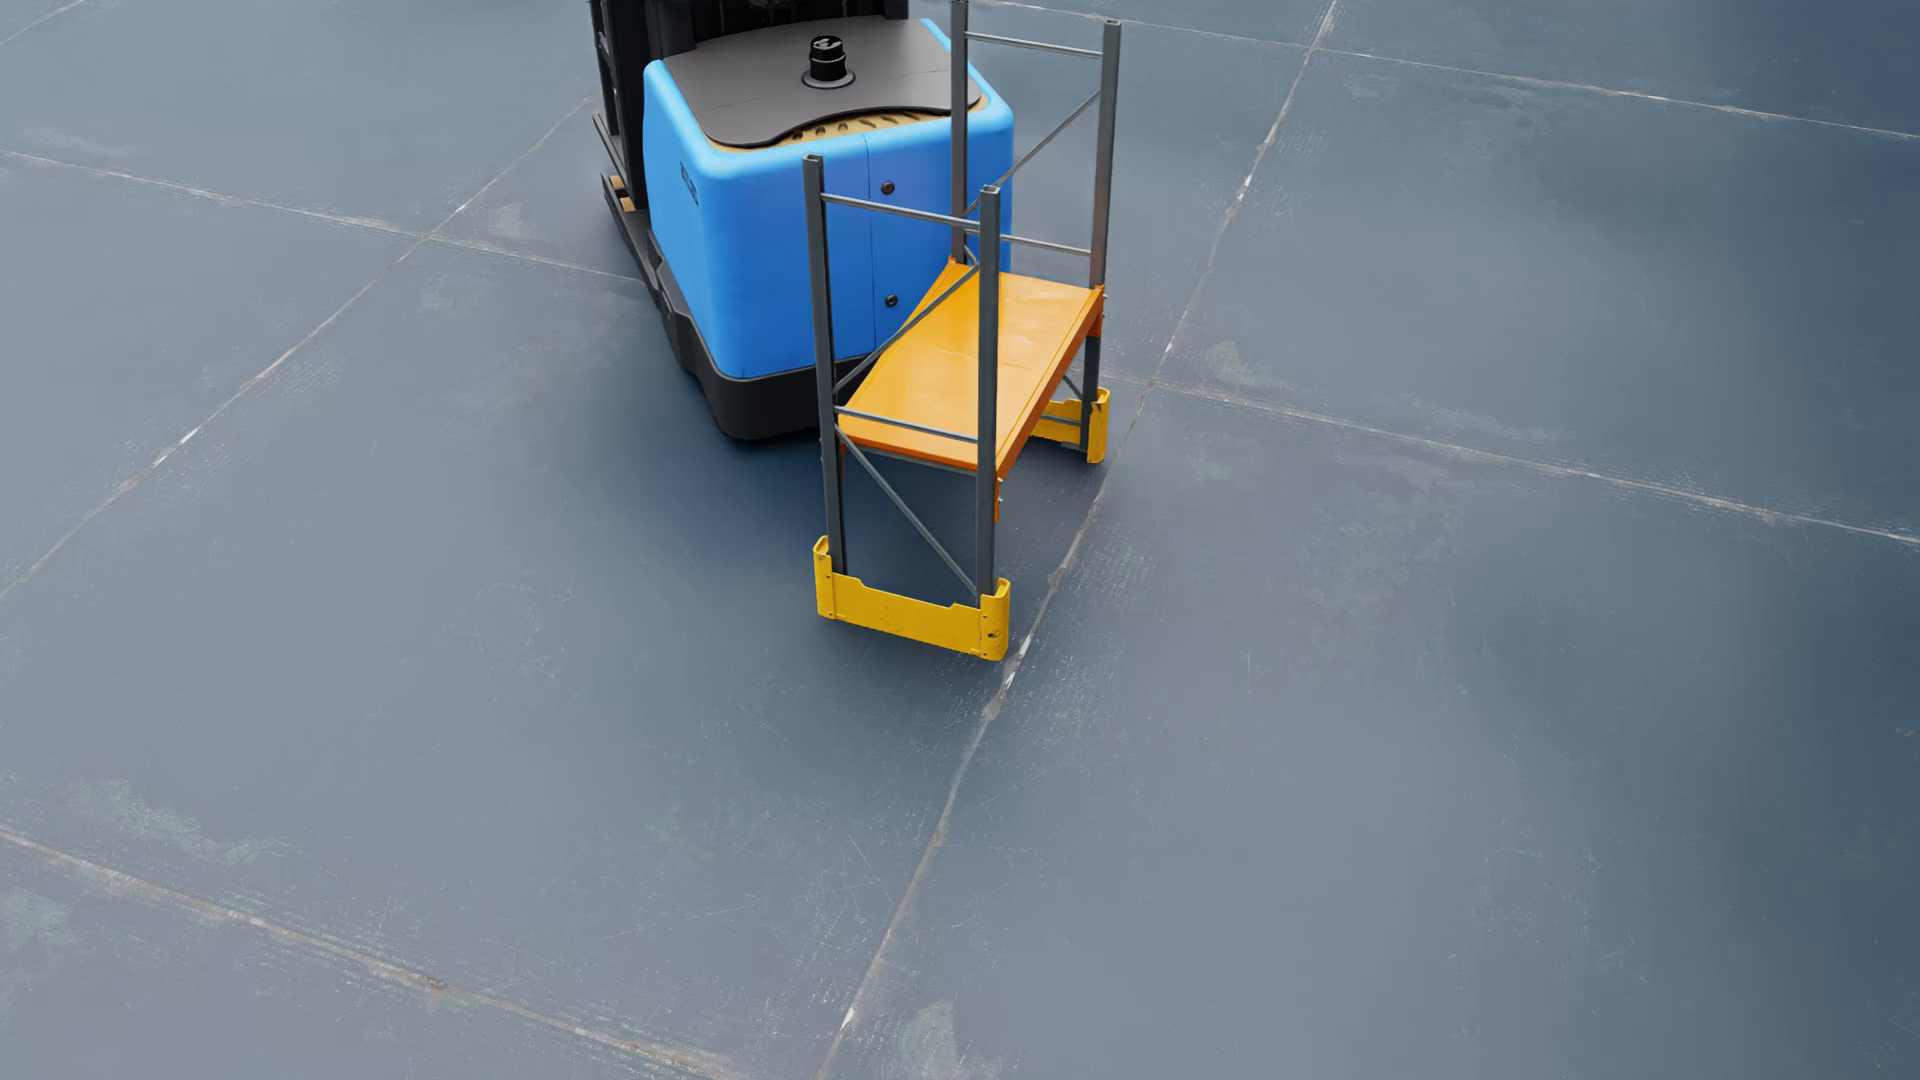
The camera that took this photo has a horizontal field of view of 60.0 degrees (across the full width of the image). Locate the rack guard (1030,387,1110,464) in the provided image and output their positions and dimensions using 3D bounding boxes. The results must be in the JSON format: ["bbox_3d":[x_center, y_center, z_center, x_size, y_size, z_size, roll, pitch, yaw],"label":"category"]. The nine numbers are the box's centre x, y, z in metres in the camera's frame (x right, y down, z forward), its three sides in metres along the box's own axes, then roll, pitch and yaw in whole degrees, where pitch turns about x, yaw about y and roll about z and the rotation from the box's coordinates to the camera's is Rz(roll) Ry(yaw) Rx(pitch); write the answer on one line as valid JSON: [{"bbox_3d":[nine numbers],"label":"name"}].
[{"bbox_3d":[0.205,-0.436,5.568,0.587,0.250,0.087,14,42,15],"label":"rack guard"}]

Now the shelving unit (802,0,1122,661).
[{"bbox_3d":[0.031,-0.608,4.808,0.587,1.500,1.083,14,42,15],"label":"shelving unit"}]

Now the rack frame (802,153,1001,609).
[{"bbox_3d":[-0.143,-0.305,4.452,0.500,1.500,0.032,14,42,15],"label":"rack frame"}]

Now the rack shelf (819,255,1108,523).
[{"bbox_3d":[0.035,-0.477,4.931,0.538,0.185,1.000,14,42,15],"label":"rack shelf"}]

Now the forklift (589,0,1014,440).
[{"bbox_3d":[-0.814,-2.411,5.817,1.130,2.935,3.031,-14,42,-16],"label":"forklift"}]

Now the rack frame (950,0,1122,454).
[{"bbox_3d":[0.212,-0.923,5.176,0.500,1.500,0.032,14,42,15],"label":"rack frame"}]

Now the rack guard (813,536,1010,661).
[{"bbox_3d":[-0.142,0.170,4.858,0.587,0.250,0.087,14,42,15],"label":"rack guard"}]
